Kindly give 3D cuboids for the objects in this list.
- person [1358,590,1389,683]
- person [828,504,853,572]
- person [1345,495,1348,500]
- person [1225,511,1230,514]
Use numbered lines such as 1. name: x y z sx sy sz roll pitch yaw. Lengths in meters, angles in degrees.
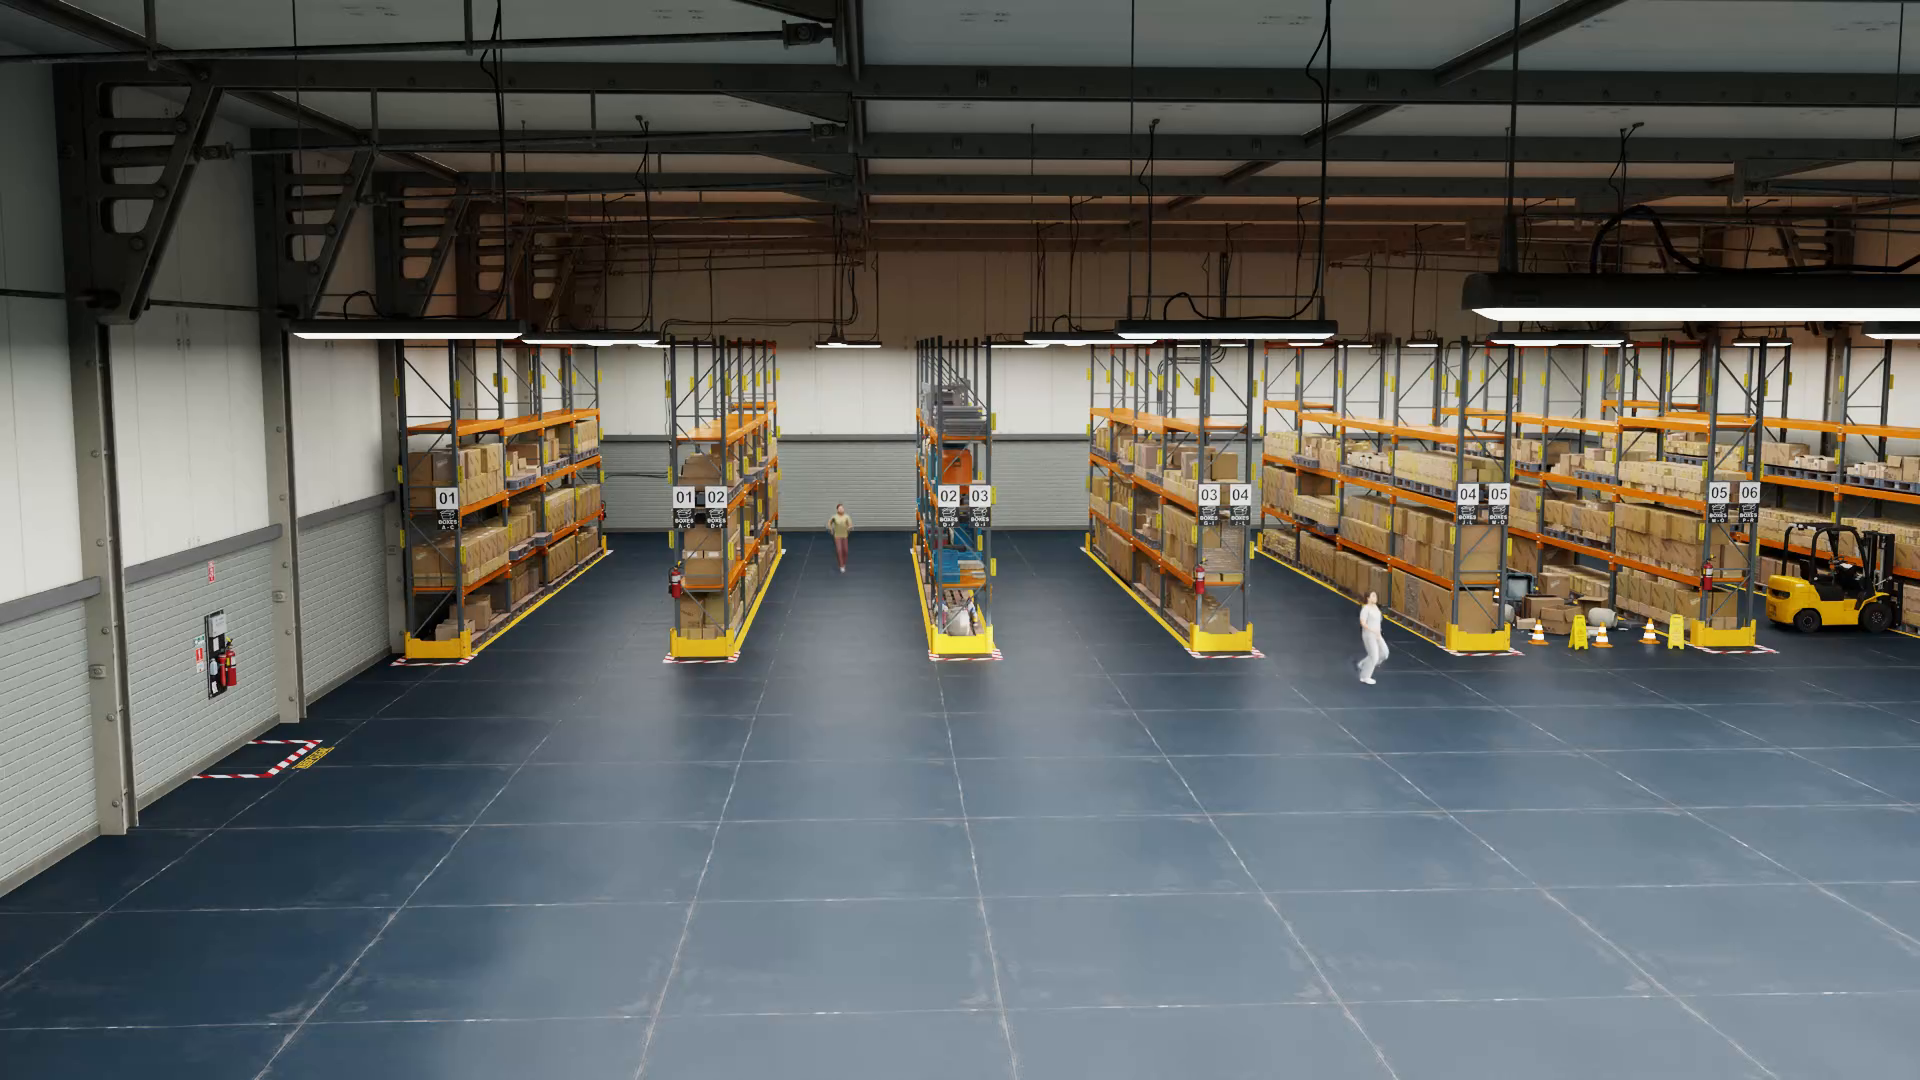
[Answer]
1. person: 7.121 1.664 28.707 0.521 1.631 0.574 6 9 40
2. person: -2.944 -0.062 41.163 0.590 1.652 0.793 -1 7 -12
3. person: 10.799 -0.361 46.099 0.653 1.747 0.642 0 6 1
4. person: 7.549 -0.374 46.085 0.689 1.730 0.736 0 6 3
